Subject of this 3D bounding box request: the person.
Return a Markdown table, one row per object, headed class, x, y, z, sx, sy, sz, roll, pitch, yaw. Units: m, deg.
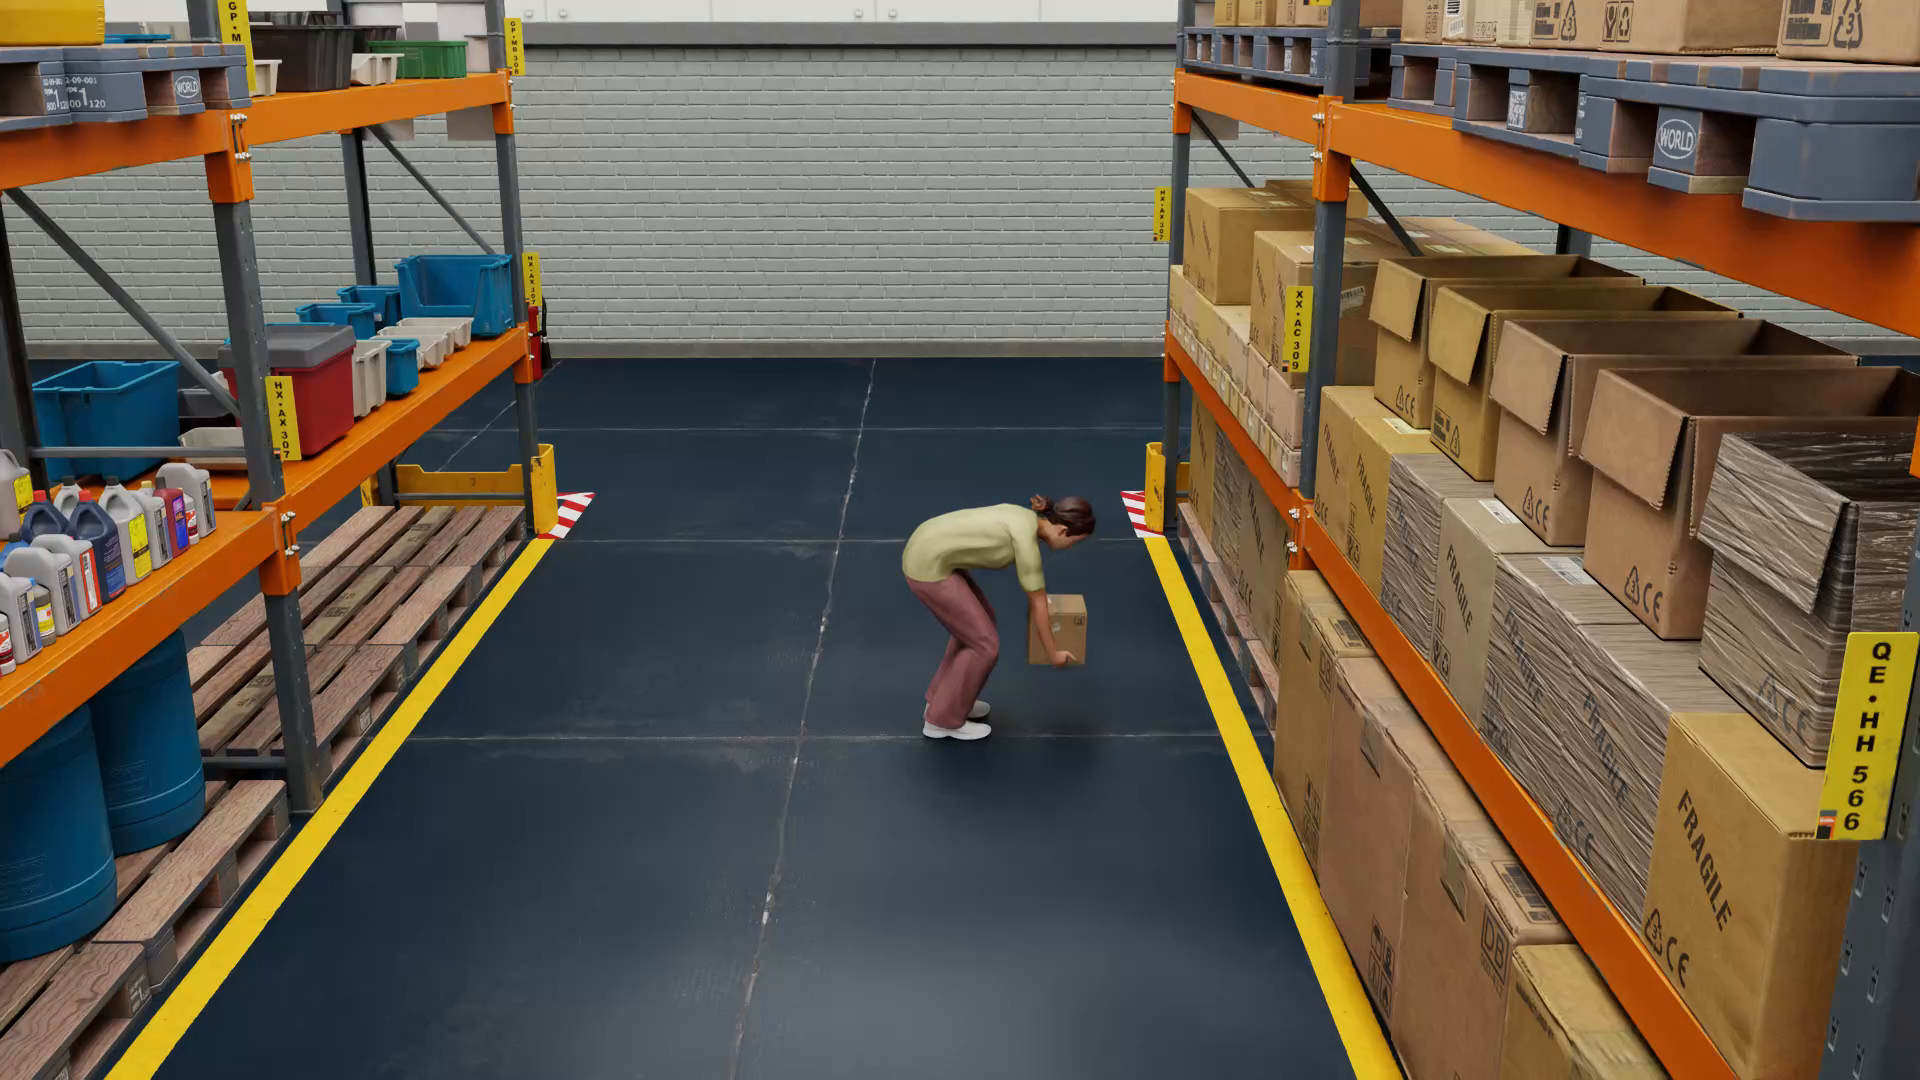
| class | x | y | z | sx | sy | sz | roll | pitch | yaw |
| --- | --- | --- | --- | --- | --- | --- | --- | --- | --- |
| person | 0.171 | 0.325 | 7.468 | 0.861 | 1.102 | 0.455 | -1 | 17 | -3 |
